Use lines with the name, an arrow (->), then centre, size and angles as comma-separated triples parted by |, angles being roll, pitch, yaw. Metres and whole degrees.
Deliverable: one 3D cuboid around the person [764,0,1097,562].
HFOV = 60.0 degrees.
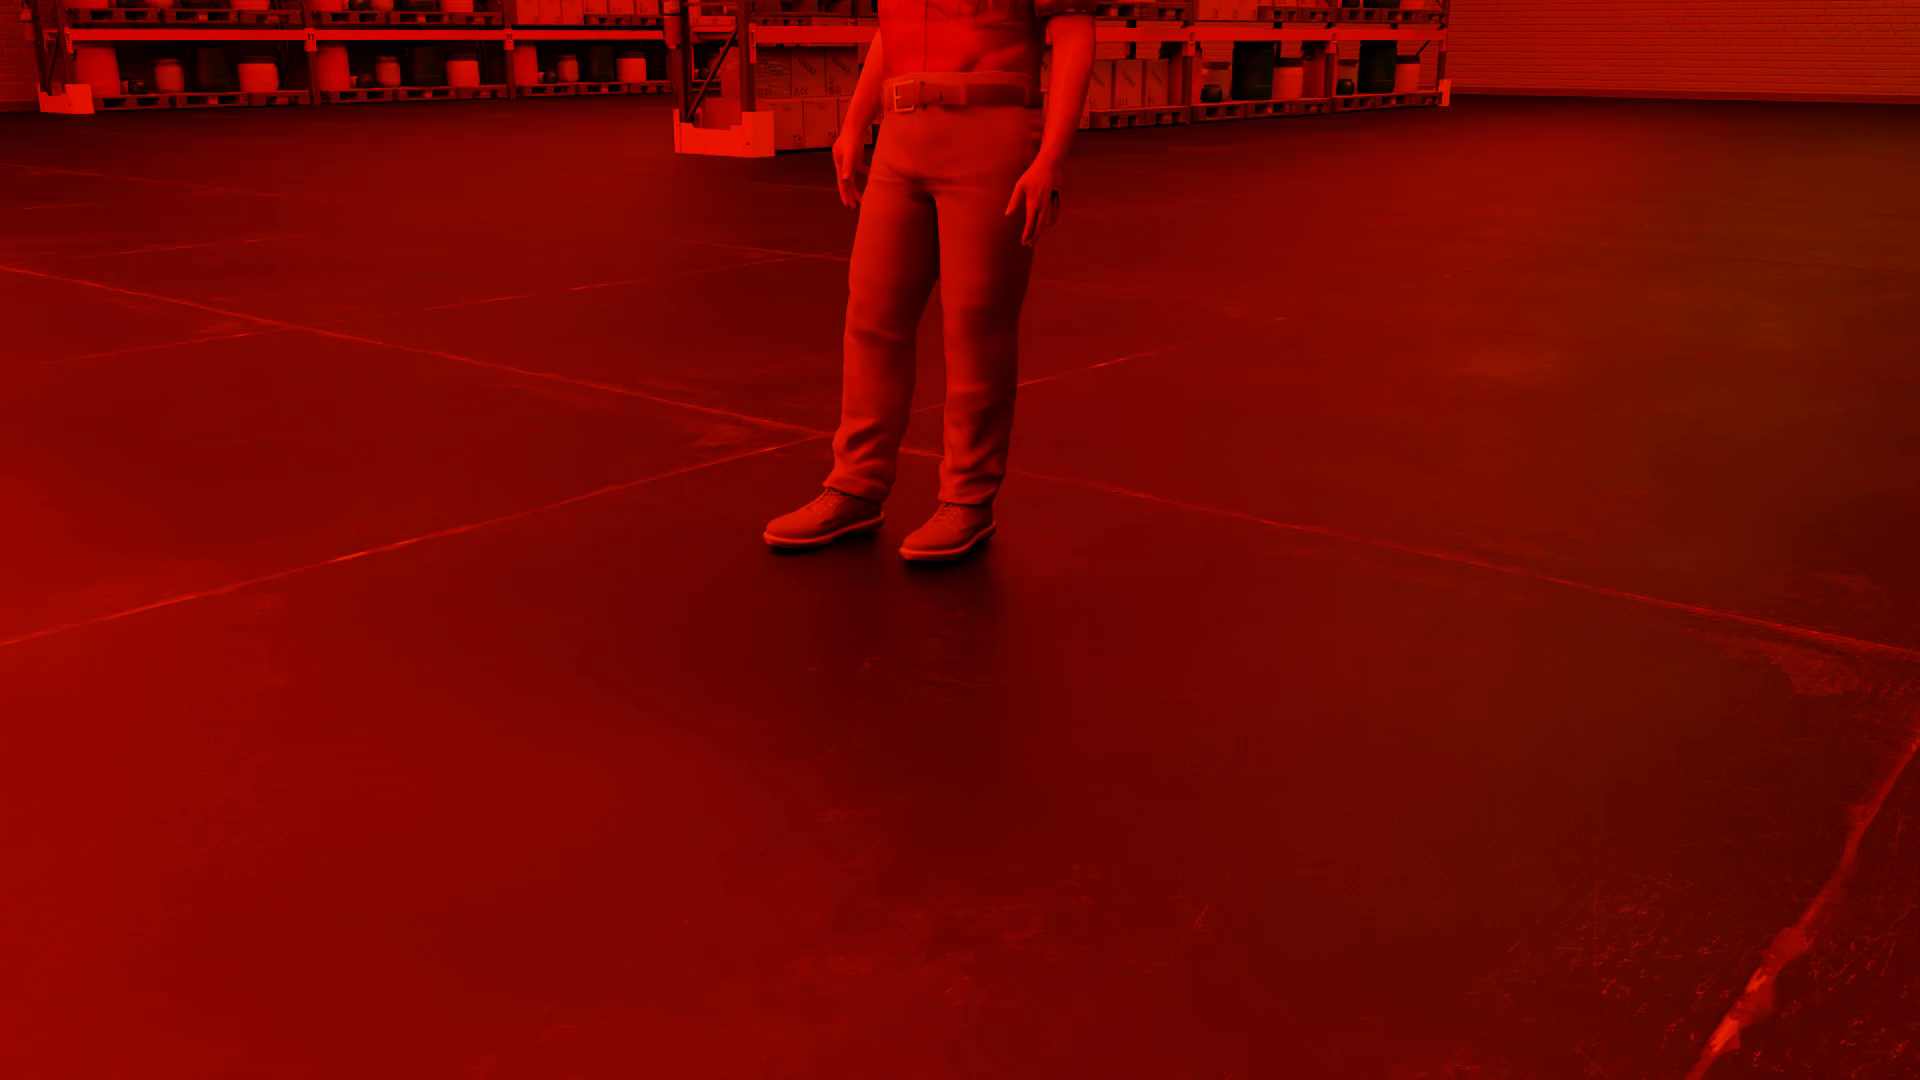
person -> -0.066, -0.816, 3.630 | 0.640, 1.727, 0.551 | 13, 21, 37
